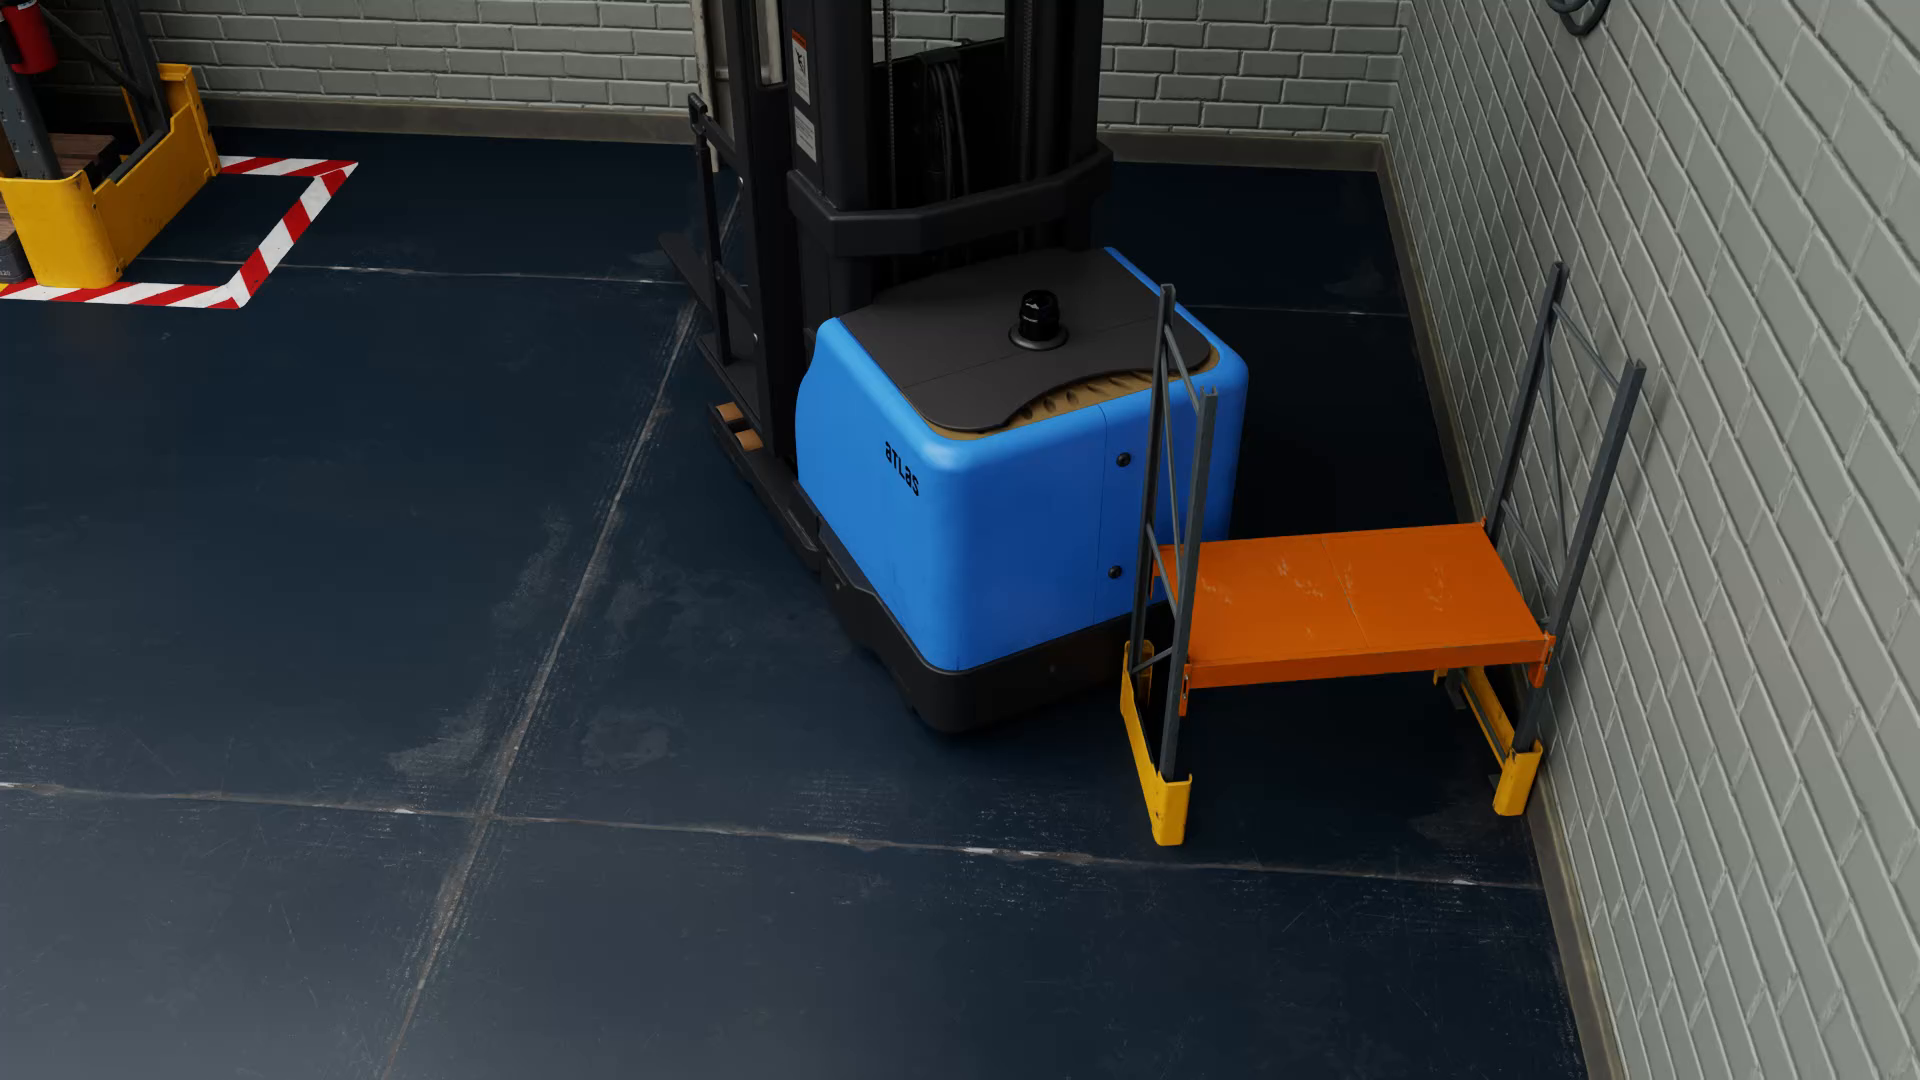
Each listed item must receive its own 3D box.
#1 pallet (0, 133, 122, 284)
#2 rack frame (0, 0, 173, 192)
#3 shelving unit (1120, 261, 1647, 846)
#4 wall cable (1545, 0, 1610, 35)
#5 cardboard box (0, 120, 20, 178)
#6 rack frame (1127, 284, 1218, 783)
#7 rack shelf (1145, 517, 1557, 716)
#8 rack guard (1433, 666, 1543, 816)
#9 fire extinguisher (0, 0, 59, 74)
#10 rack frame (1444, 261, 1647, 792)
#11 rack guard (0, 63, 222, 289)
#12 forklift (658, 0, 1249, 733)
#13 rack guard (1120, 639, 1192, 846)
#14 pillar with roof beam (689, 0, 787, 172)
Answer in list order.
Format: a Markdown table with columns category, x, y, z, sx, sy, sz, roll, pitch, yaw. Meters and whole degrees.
| category | x | y | z | sx | sy | sz | roll | pitch | yaw |
| --- | --- | --- | --- | --- | --- | --- | --- | --- | --- |
| pallet | -4.559 | -1.516 | 7.446 | 1.213 | 0.211 | 1.003 | 3 | 39 | 4 |
| rack frame | -3.756 | -2.603 | 6.572 | 0.127 | 3.000 | 1.000 | 3 | 39 | 4 |
| shelving unit | 1.059 | 0.061 | 4.487 | 1.083 | 1.500 | 0.587 | -4 | 39 | -5 |
| wall cable | 1.848 | -3.193 | 5.004 | 0.112 | 2.526 | 3.097 | 3 | 39 | 4 |
| cardboard box | -4.462 | -1.772 | 7.198 | 0.500 | 0.500 | 0.700 | 3 | 39 | 4 |
| rack frame | 0.545 | 0.097 | 4.442 | 0.032 | 1.500 | 0.500 | -4 | 39 | -5 |
| rack shelf | 1.050 | 0.201 | 4.600 | 1.000 | 0.185 | 0.538 | -4 | 39 | -5 |
| rack guard | 1.554 | 0.511 | 4.924 | 0.087 | 0.250 | 0.587 | -4 | 39 | -5 |
| fire extinguisher | -3.646 | -2.130 | 6.348 | 0.183 | 0.674 | 0.296 | 3 | 39 | 4 |
| rack frame | 1.555 | 0.026 | 4.530 | 0.032 | 1.500 | 0.500 | -4 | 39 | -5 |
| rack guard | -3.732 | -1.633 | 7.360 | 0.348 | 0.500 | 1.175 | 3 | 39 | 4 |
| forklift | -0.281 | -1.487 | 5.256 | 1.130 | 2.935 | 3.031 | -18 | 42 | -21 |
| rack guard | 0.564 | 0.581 | 4.839 | 0.087 | 0.250 | 0.587 | -4 | 39 | -5 |
| pillar with roof beam | -1.363 | -2.619 | 1.840 | 0.400 | 9.000 | 9.100 | 3 | 39 | 4 |
